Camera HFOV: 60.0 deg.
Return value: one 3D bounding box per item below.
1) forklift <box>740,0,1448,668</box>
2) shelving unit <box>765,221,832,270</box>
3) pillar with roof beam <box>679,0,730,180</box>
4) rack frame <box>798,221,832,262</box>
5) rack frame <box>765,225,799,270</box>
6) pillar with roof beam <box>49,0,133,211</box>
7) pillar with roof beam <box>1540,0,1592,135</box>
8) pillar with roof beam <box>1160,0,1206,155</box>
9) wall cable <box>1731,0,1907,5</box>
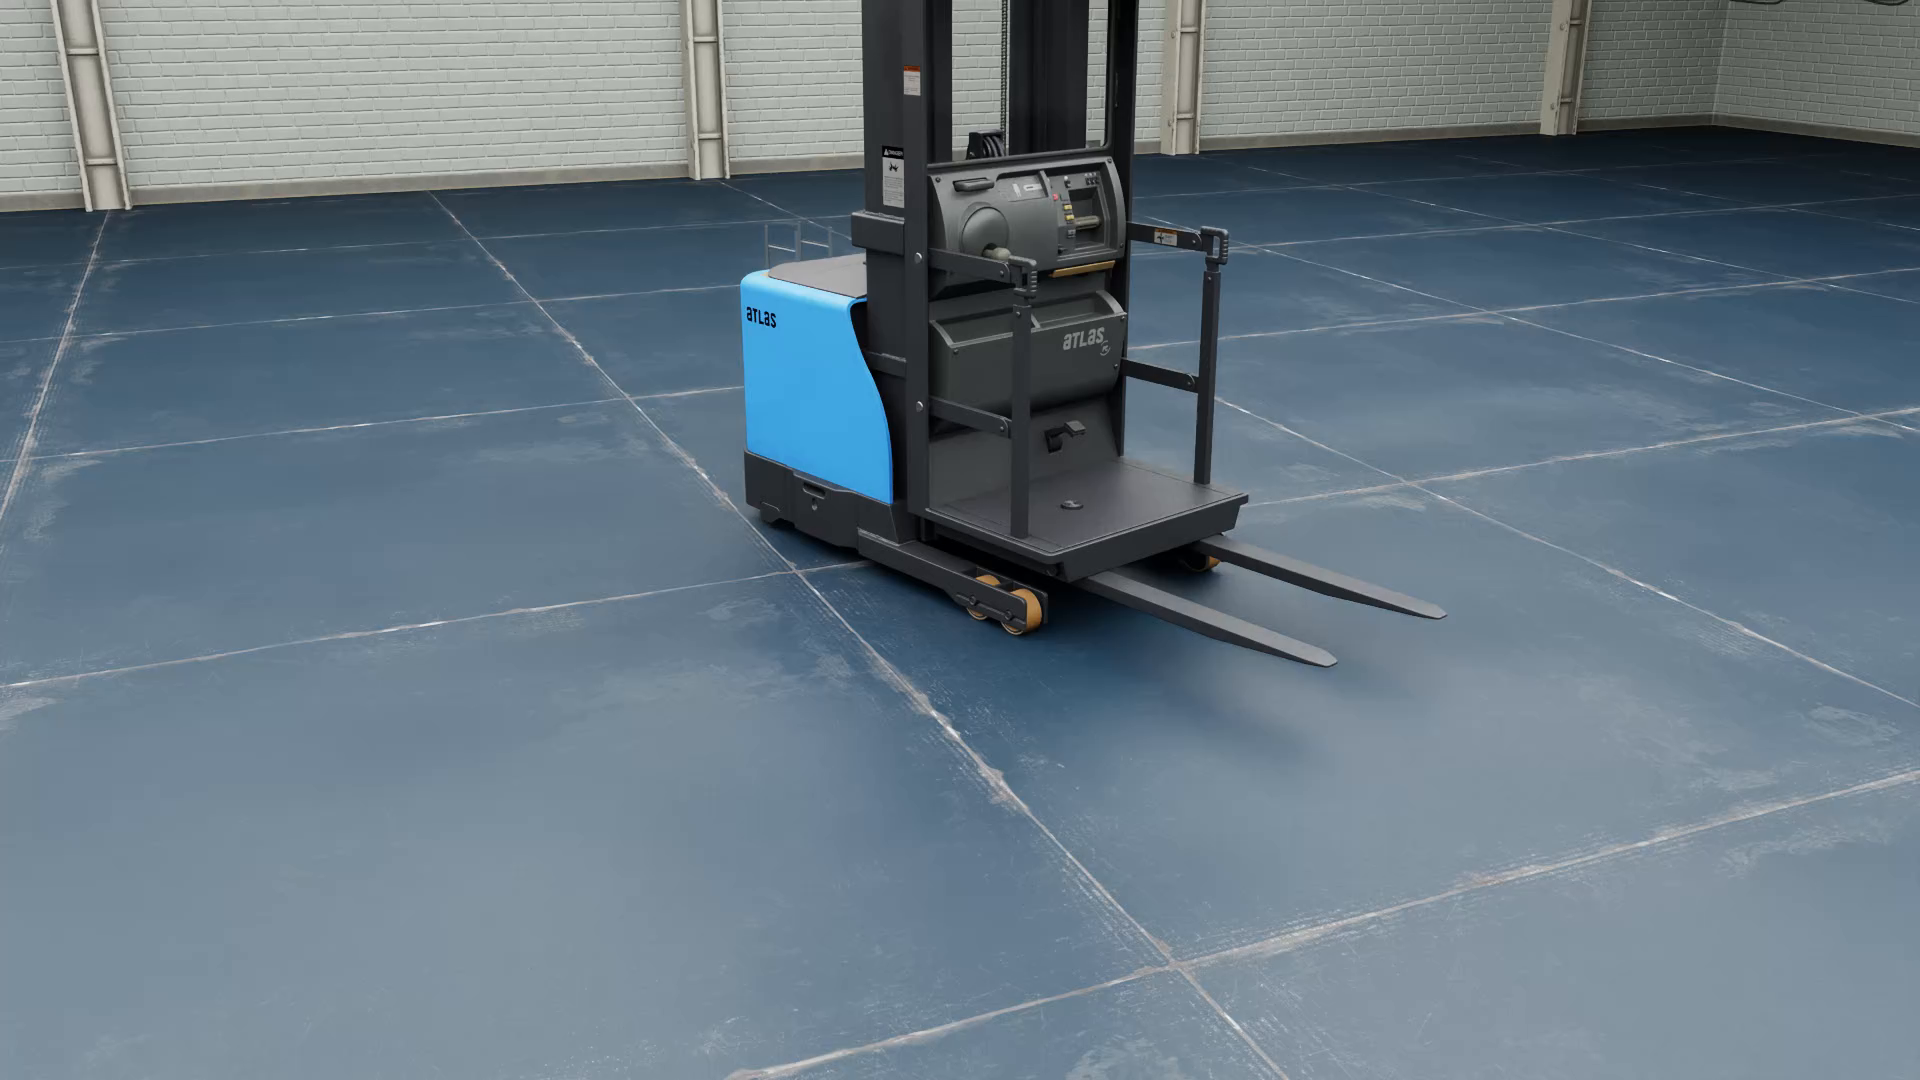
[{"bbox_3d":[0.409,-1.227,6.093,1.130,2.935,3.031,-16,25,-38],"label":"forklift"},{"bbox_3d":[-0.715,-0.818,7.539,0.189,1.200,0.258,-17,25,-39],"label":"shelving unit"},{"bbox_3d":[-1.076,-6.956,13.229,0.400,9.000,9.100,-8,21,-22],"label":"pillar with roof beam"},{"bbox_3d":[-0.647,-0.838,7.597,0.006,1.200,0.240,-17,25,-39],"label":"rack frame"},{"bbox_3d":[-0.782,-0.798,7.481,0.006,1.200,0.240,-17,25,-39],"label":"rack frame"},{"bbox_3d":[-6.586,-6.167,10.987,0.400,9.000,9.100,-8,21,-22],"label":"pillar with roof beam"},{"bbox_3d":[9.942,-8.535,17.712,0.400,9.000,9.100,-8,21,-22],"label":"pillar with roof beam"},{"bbox_3d":[4.433,-7.746,15.471,0.400,9.000,9.100,-8,21,-22],"label":"pillar with roof beam"},{"bbox_3d":[11.466,-8.367,21.912,0.112,2.526,3.097,-8,21,-22],"label":"wall cable"}]
